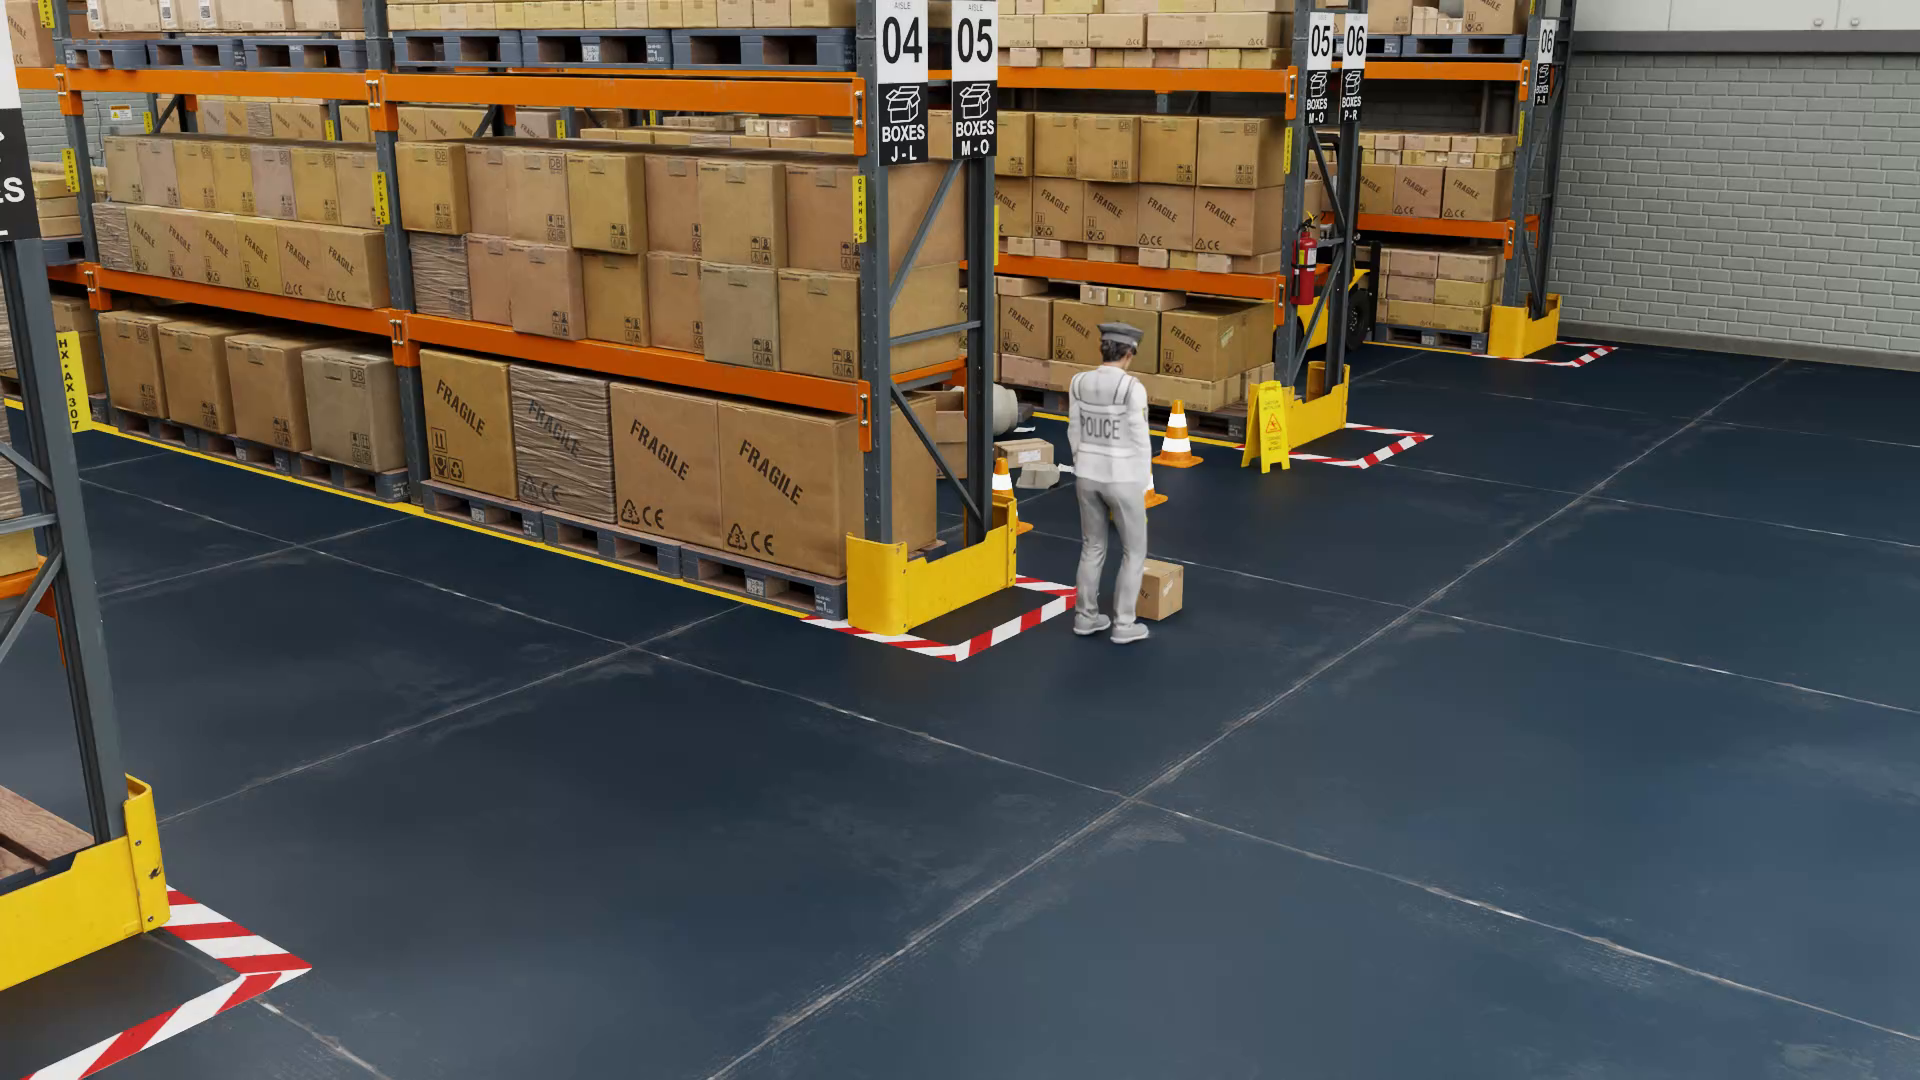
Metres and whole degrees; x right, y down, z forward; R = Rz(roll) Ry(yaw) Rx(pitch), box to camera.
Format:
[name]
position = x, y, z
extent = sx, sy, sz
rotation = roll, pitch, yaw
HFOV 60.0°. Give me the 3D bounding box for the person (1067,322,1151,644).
[person]
position = 0.771, -0.294, 8.563
extent = 0.485, 1.651, 0.377
rotation = 13, 21, 36
